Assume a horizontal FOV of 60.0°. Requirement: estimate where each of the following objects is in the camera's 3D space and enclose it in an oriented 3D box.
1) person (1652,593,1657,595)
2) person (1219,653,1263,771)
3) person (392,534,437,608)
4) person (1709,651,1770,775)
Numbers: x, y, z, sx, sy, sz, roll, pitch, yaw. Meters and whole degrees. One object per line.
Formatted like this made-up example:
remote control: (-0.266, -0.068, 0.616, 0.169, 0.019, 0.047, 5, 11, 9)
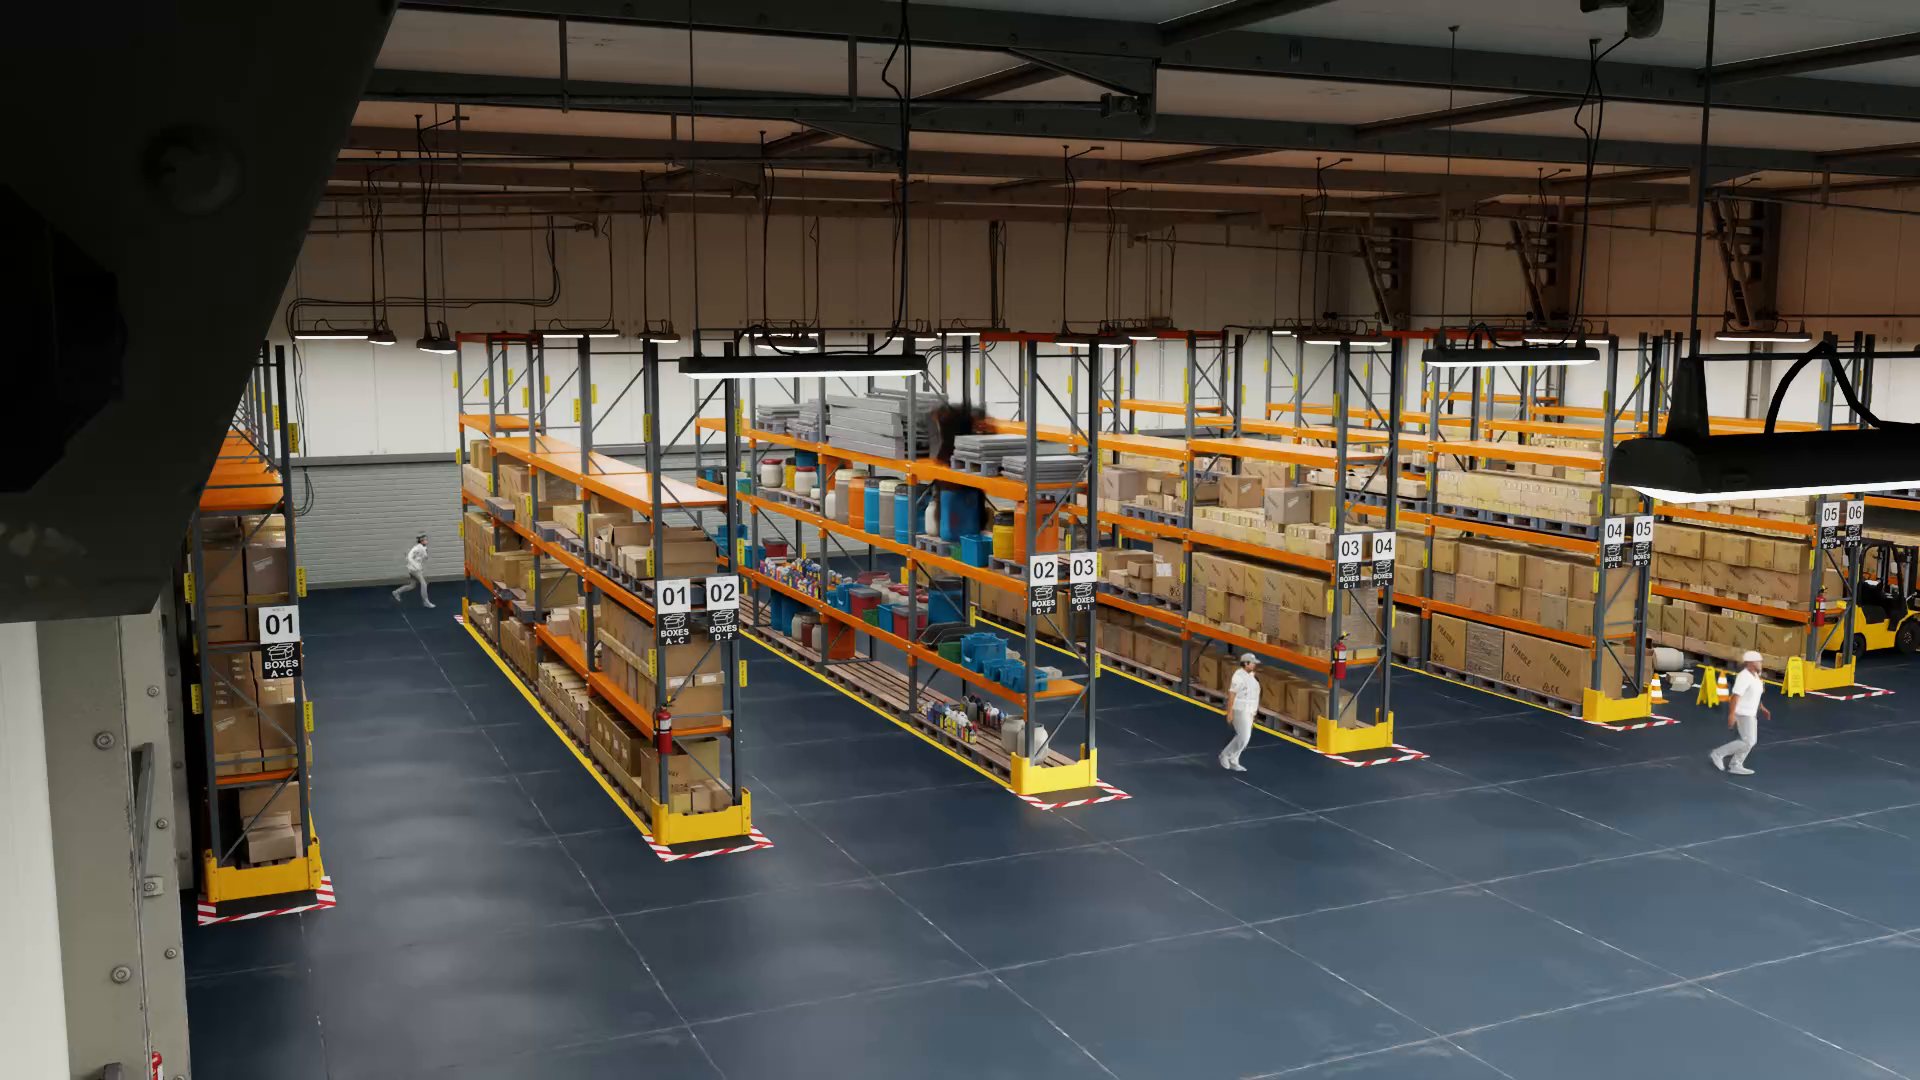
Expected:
person: (14.354, 0.889, 34.011, 0.670, 1.746, 0.901, -6, 9, -35)
person: (3.904, 2.408, 23.157, 0.496, 1.681, 0.625, 5, 9, 33)
person: (-11.895, 0.670, 36.112, 0.952, 1.642, 0.605, 0, 8, 1)
person: (10.790, 2.384, 22.979, 0.690, 1.721, 0.725, 5, 9, 32)
